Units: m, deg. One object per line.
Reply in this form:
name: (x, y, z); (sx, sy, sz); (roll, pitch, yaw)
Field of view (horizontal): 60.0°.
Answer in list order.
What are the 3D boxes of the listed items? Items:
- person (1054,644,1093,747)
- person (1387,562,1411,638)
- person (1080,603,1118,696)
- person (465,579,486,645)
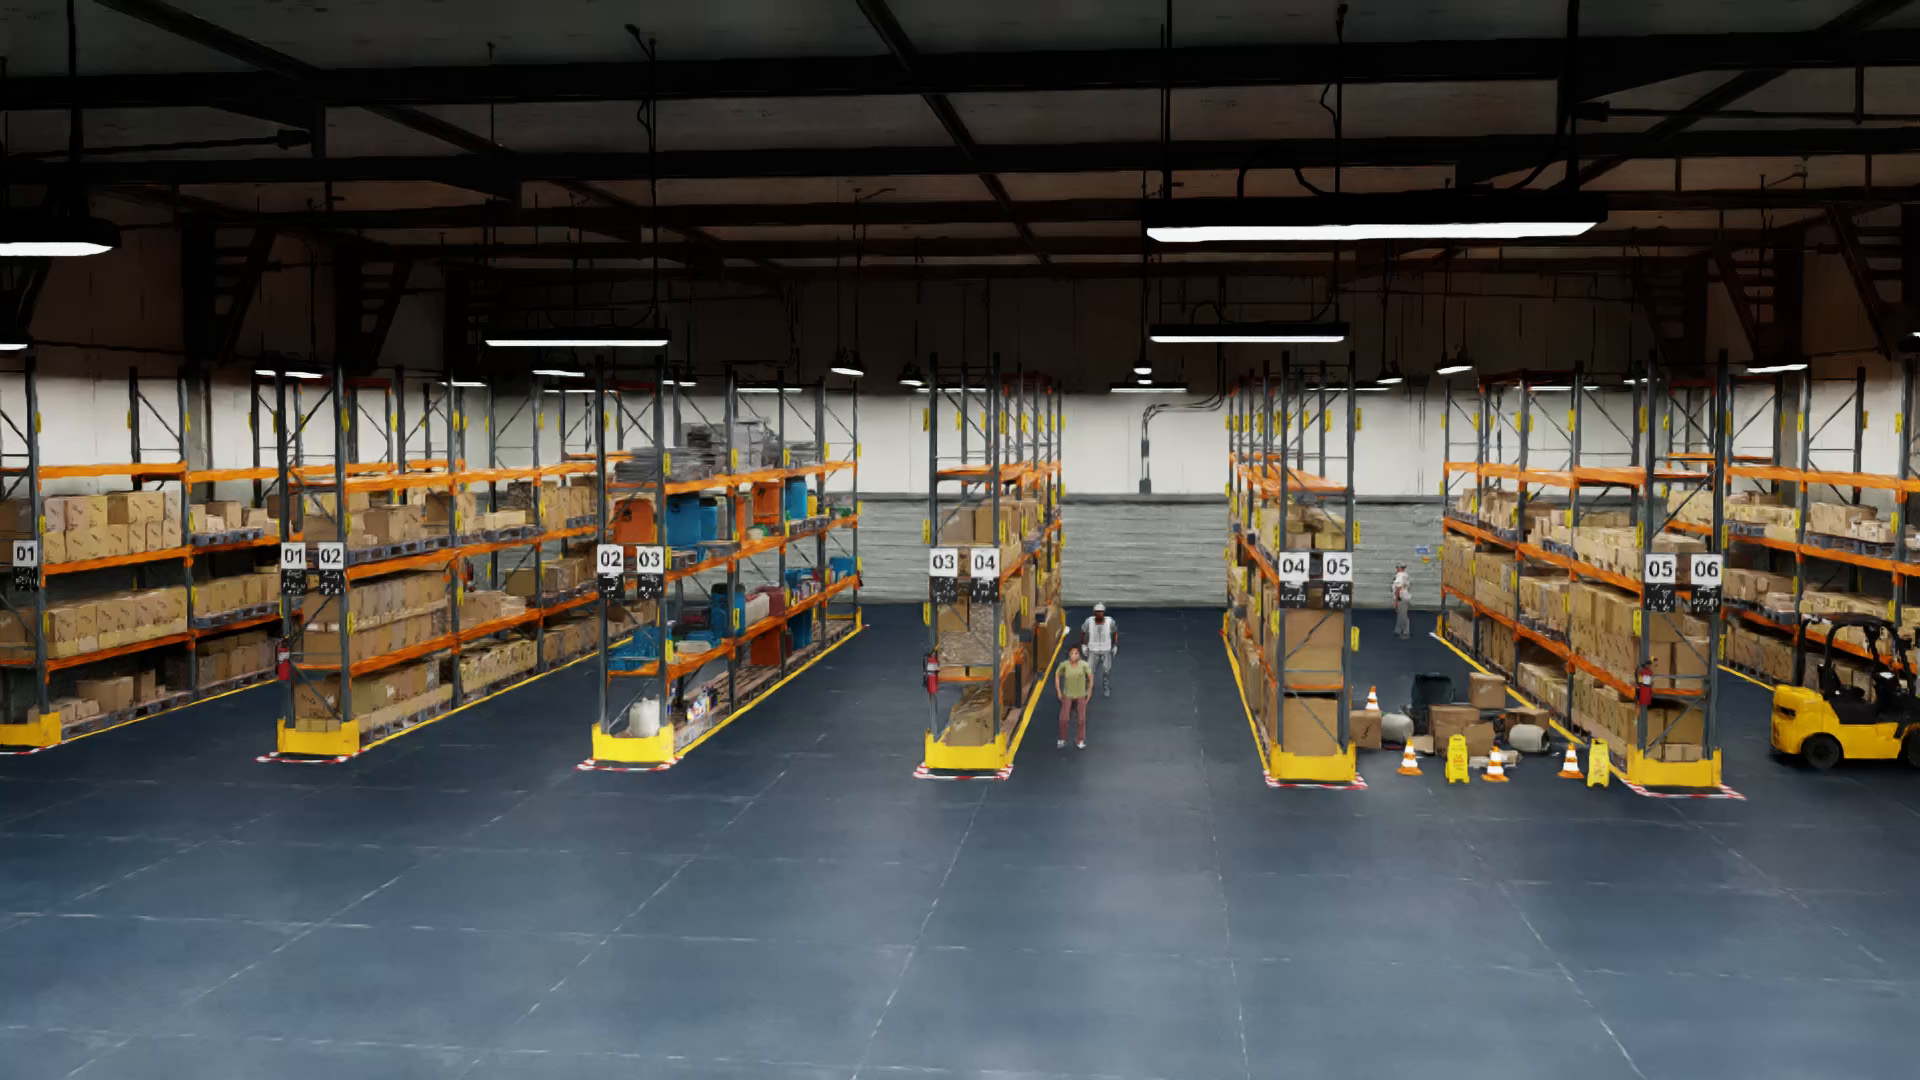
person: (1.750, 2.393, 25.560); (0.598, 1.619, 0.507); (0, 4, 4)
person: (10.218, 1.382, 38.656); (0.591, 1.744, 0.669); (2, 5, 28)
person: (2.531, 2.002, 30.291); (0.702, 1.735, 0.549); (0, 4, 5)
person: (-10.519, 1.647, 36.049); (0.593, 1.629, 0.528); (0, 4, 5)
